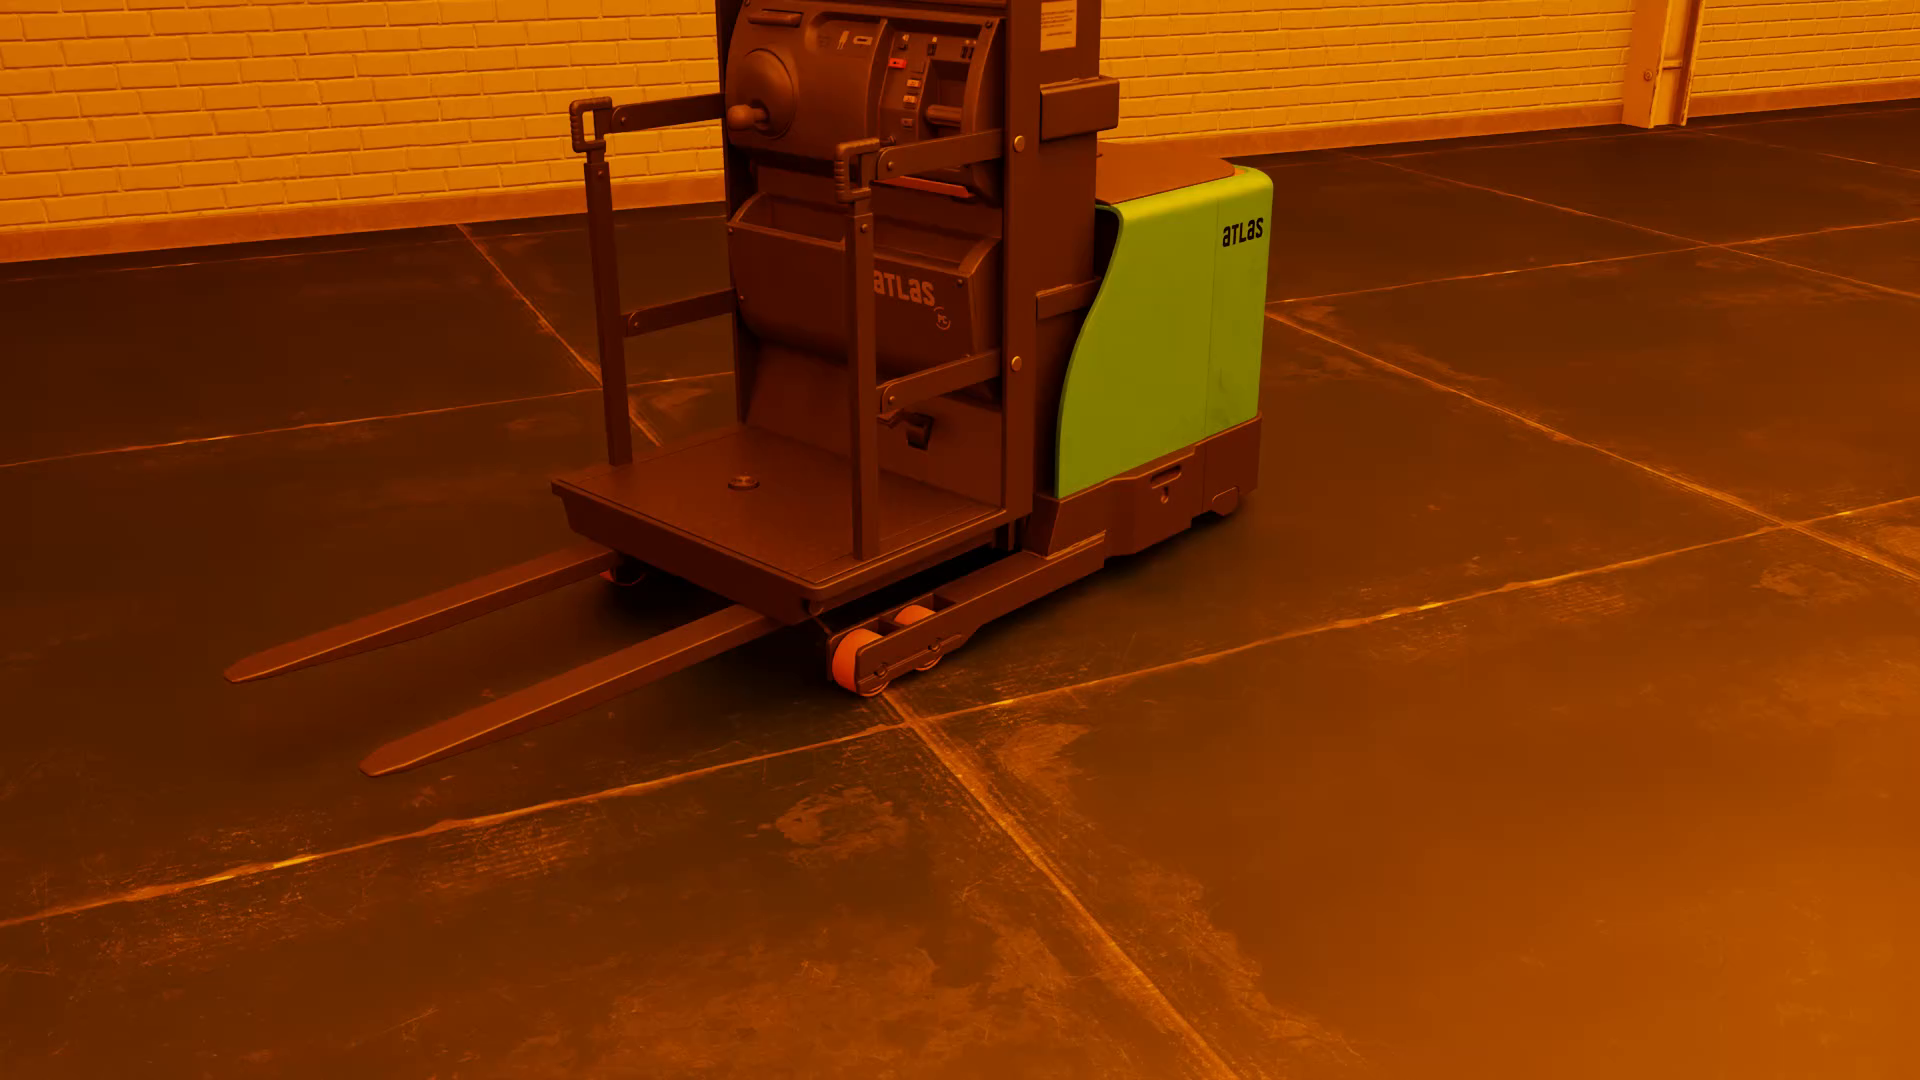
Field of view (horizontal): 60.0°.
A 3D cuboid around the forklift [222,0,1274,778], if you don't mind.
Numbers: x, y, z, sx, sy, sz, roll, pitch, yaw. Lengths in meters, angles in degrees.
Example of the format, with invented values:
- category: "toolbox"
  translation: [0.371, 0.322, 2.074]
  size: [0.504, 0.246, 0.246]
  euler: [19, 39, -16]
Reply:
- category: "forklift"
  translation: [-0.413, -1.182, 4.131]
  size: [1.130, 2.935, 3.031]
  euler: [19, 29, 39]
